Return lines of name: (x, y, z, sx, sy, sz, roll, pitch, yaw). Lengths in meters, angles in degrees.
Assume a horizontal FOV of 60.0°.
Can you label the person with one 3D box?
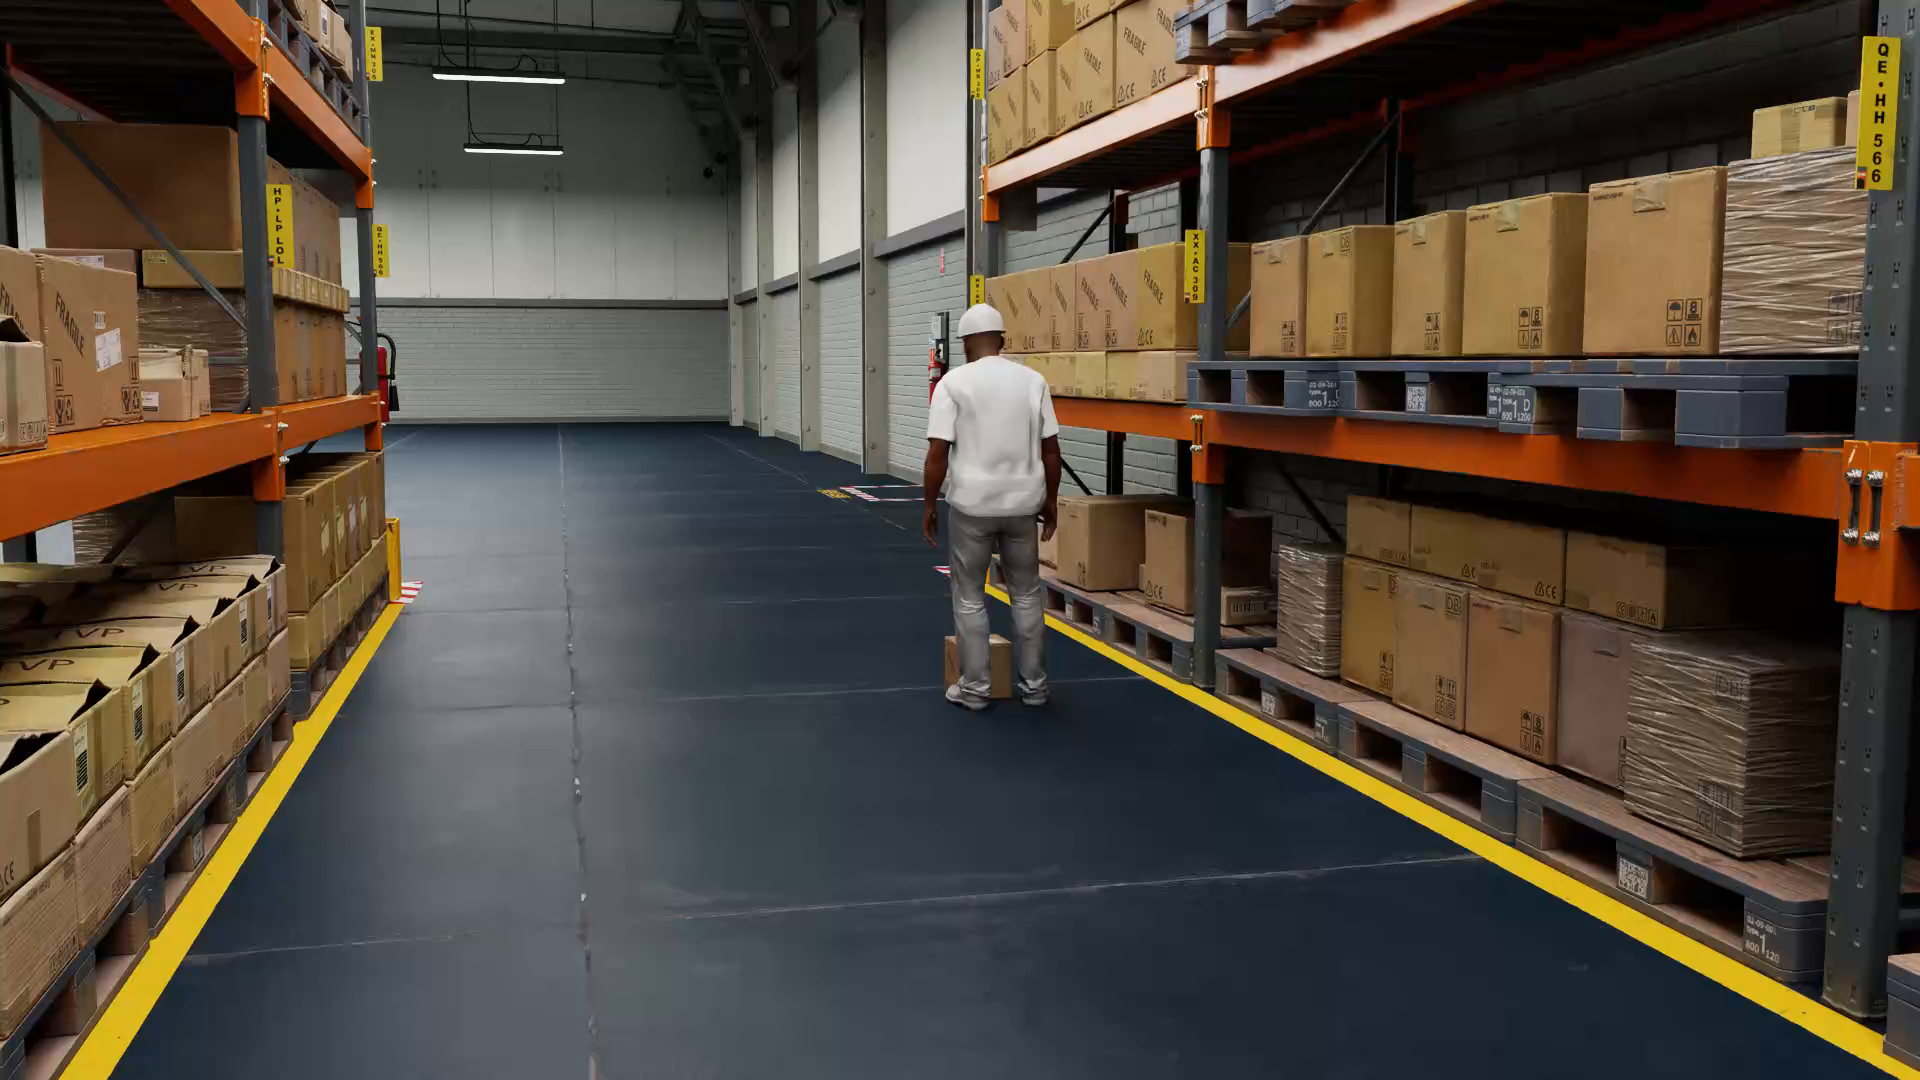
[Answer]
person: (0.136, -0.149, 7.274, 0.634, 1.760, 0.460, -2, 6, -17)
